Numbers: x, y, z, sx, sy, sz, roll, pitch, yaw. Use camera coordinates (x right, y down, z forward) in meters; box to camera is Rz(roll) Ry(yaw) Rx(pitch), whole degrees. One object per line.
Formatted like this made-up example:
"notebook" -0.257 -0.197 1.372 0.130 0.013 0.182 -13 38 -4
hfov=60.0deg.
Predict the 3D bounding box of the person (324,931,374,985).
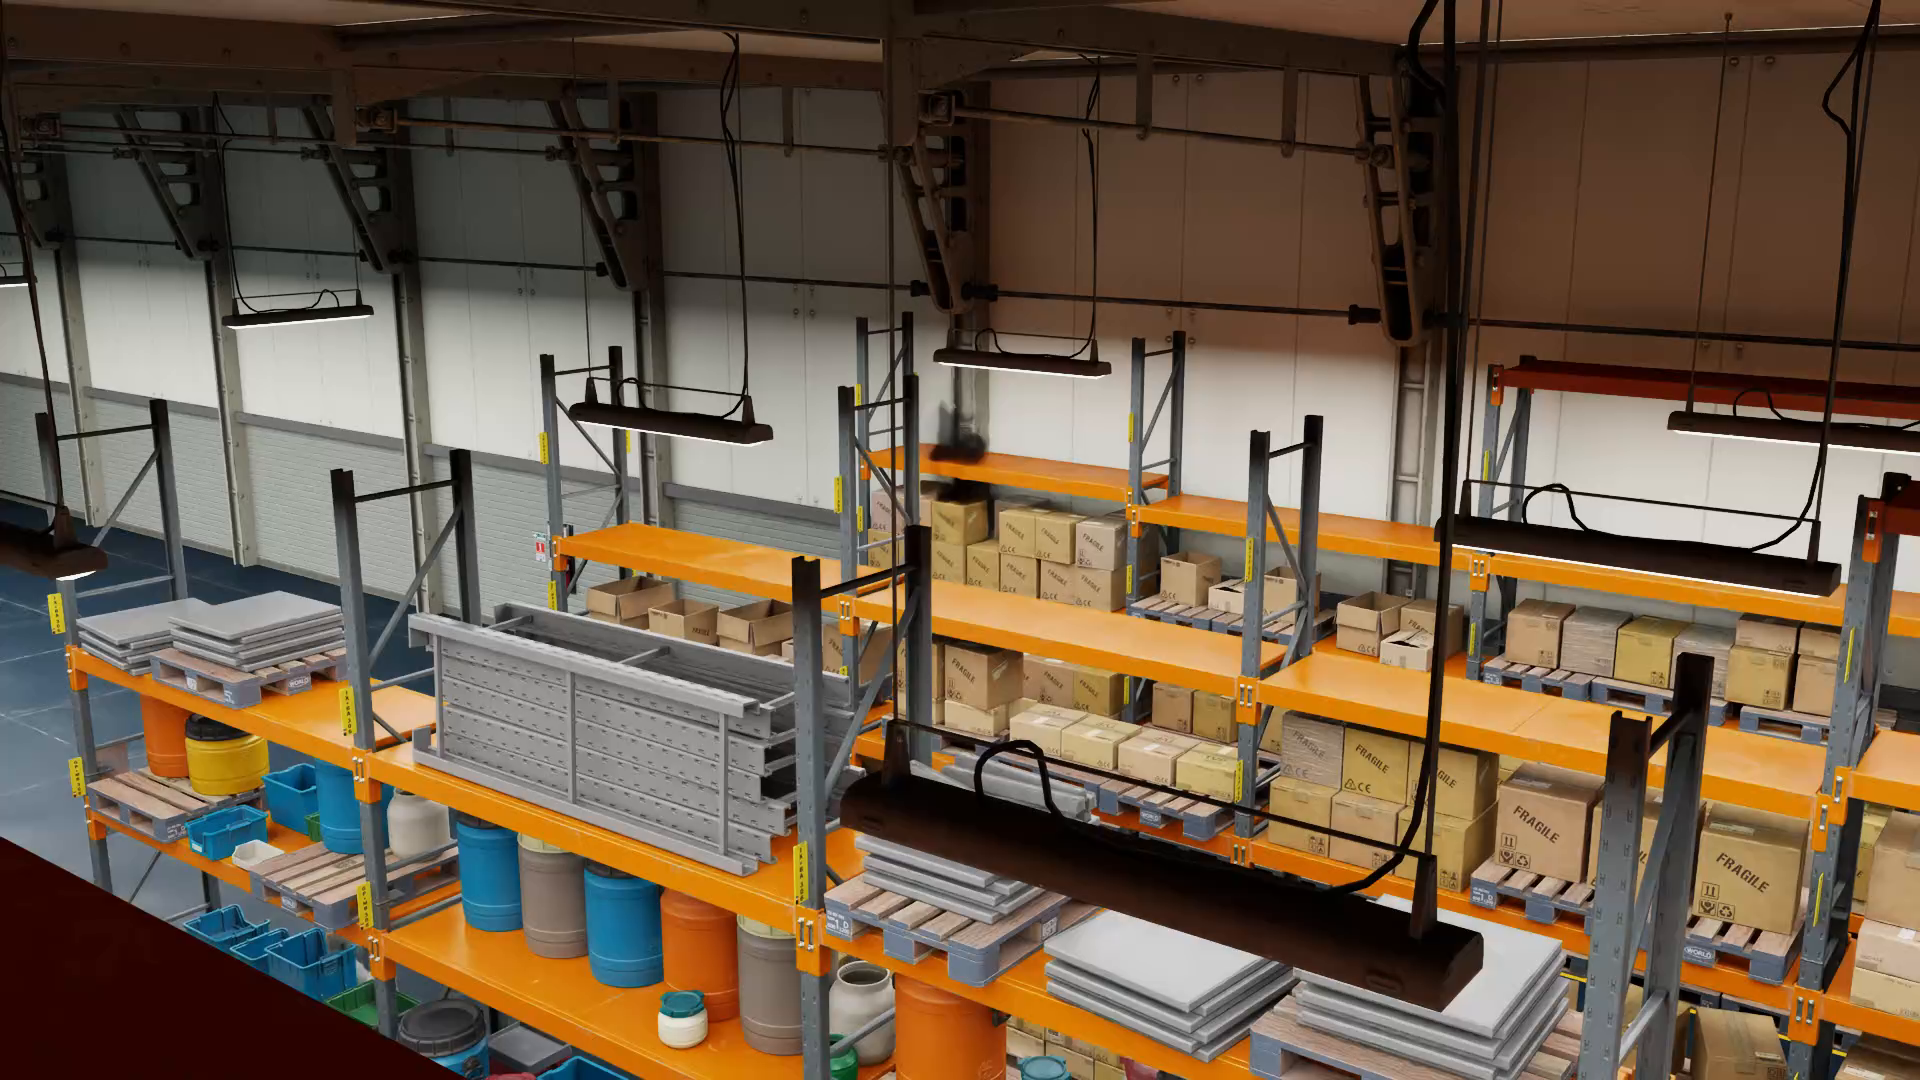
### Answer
"person" -5.815 3.706 15.696 0.834 1.669 0.605 6 14 23
